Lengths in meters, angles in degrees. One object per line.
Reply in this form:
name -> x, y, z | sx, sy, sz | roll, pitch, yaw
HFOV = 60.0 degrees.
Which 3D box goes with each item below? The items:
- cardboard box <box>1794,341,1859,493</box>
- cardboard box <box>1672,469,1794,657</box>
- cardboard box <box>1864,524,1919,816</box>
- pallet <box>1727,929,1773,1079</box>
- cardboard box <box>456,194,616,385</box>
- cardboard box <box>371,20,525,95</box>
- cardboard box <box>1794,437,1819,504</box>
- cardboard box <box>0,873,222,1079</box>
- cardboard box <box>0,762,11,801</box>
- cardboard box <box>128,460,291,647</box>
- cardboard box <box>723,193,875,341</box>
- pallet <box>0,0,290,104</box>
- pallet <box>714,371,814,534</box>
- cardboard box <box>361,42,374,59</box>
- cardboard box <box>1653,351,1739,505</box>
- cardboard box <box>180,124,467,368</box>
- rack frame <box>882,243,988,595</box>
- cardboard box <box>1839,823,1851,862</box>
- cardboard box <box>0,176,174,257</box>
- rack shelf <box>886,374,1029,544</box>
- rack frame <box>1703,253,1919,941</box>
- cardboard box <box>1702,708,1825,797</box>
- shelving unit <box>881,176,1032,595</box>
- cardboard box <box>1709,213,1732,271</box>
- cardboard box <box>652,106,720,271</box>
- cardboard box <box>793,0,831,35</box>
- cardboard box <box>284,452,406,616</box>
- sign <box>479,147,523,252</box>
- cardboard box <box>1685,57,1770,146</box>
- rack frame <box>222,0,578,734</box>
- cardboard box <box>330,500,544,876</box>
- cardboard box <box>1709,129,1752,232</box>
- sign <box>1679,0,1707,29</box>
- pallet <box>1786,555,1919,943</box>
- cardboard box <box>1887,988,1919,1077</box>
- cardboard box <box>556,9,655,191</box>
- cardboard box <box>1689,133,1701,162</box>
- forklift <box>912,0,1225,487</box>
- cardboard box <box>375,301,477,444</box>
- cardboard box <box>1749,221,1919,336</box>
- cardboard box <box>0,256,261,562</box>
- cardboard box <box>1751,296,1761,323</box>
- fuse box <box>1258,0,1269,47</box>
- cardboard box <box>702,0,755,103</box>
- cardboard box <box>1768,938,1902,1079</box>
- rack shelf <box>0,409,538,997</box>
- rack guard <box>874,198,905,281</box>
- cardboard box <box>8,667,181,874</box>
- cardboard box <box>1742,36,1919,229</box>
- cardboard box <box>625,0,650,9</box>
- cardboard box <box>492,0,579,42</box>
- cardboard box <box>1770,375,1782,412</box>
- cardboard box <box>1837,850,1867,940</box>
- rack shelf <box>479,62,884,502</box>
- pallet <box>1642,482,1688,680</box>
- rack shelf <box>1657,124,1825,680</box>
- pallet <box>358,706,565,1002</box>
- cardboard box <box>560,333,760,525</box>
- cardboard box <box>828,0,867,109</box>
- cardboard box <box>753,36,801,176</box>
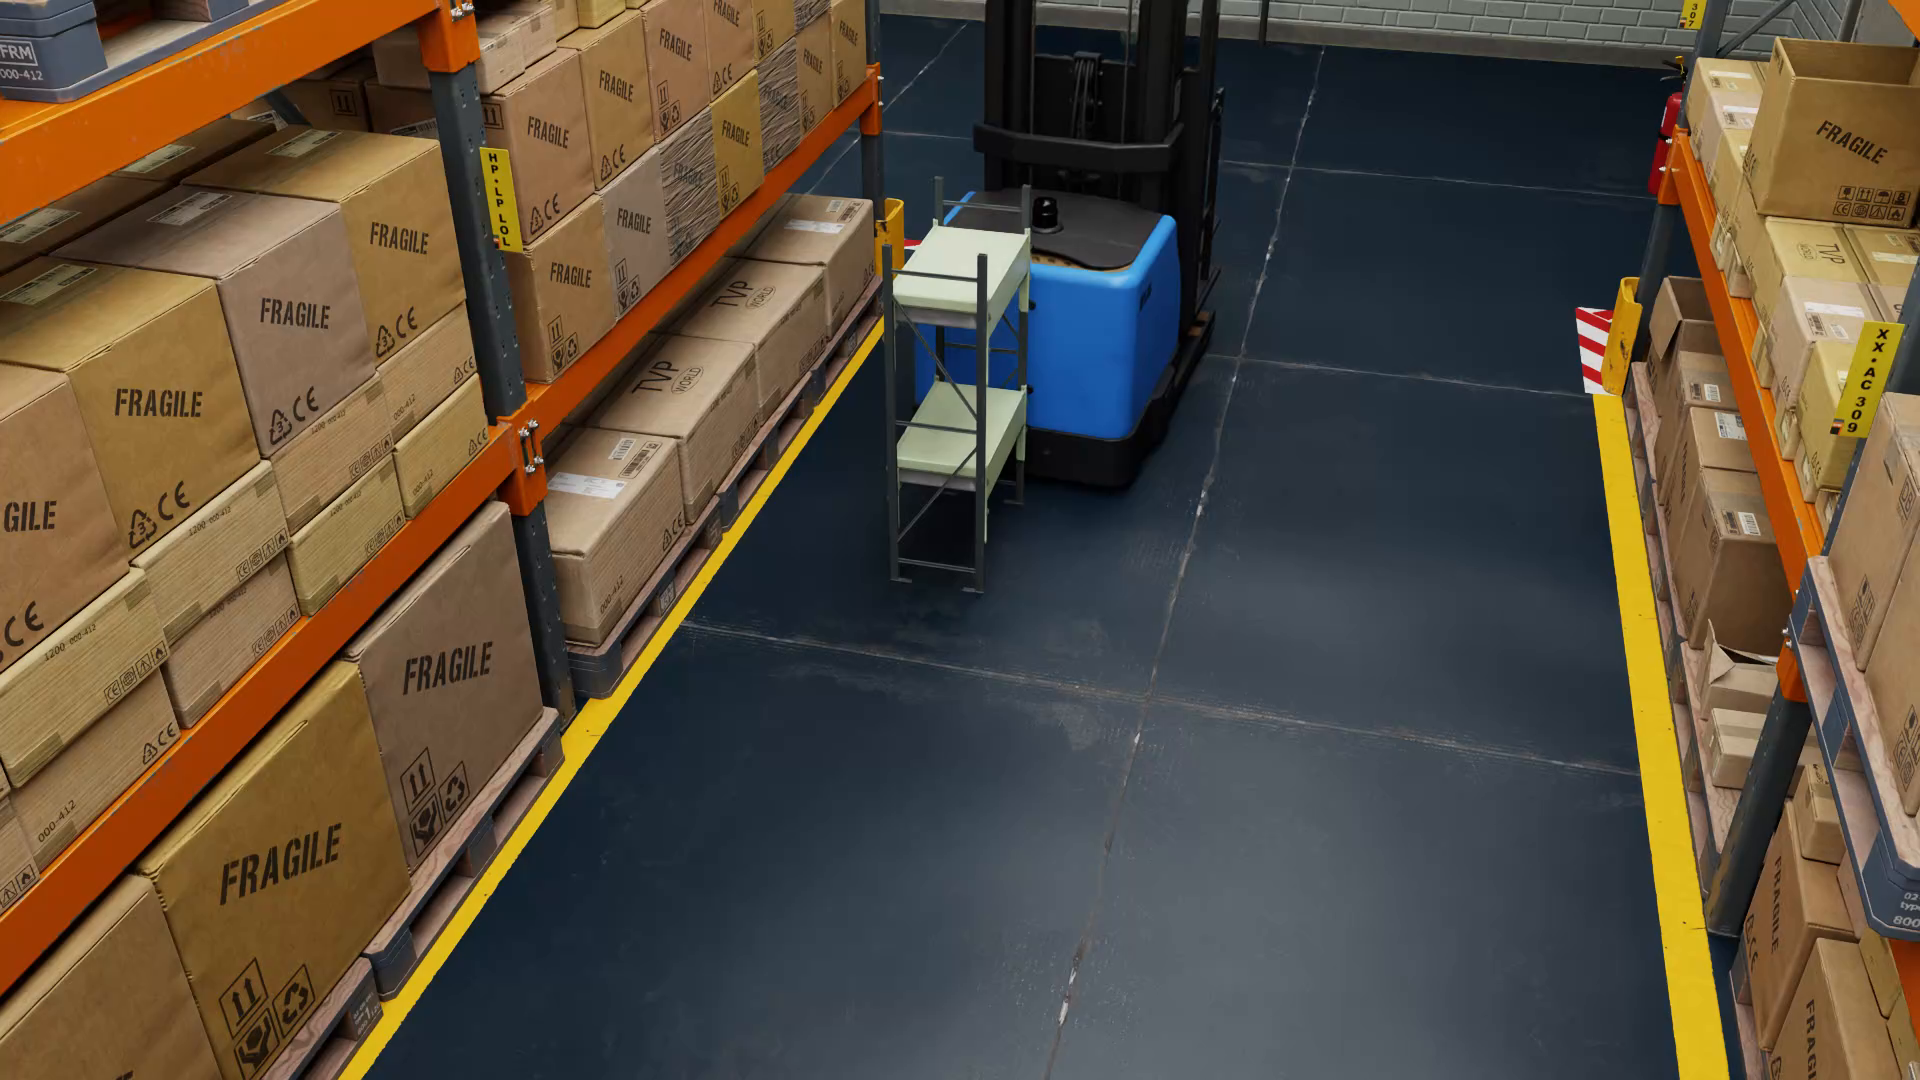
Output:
cardboard box -> 2.764, -0.337, 4.846 | 0.500, 0.250, 0.500 | 9, 33, 14
cardboard box -> 3.121, 0.107, 6.225 | 0.700, 0.500, 0.500 | 7, 33, 11
cardboard box -> 2.401, 0.293, 3.509 | 0.700, 0.500, 0.500 | 8, 33, 13
pallet -> 2.701, 1.627, 4.494 | 1.003, 0.211, 1.213 | 8, 33, 12
cardboard box -> -1.559, -0.901, 5.778 | 0.500, 0.500, 0.500 | 9, 34, 14
cardboard box -> -1.600, -1.517, 5.211 | 0.380, 0.149, 0.250 | 8, 33, 12
cardboard box -> 2.753, -0.209, 5.017 | 0.380, 0.149, 0.250 | 9, 34, 14
cardboard box -> -2.460, 1.335, 3.943 | 0.875, 0.875, 0.875 | 8, 33, 13
cardboard box -> -2.308, 0.523, 3.305 | 0.500, 0.250, 0.500 | 8, 33, 12
cardboard box -> -2.053, -0.007, 4.138 | 0.500, 0.250, 0.500 | 9, 33, 14
cardboard box -> -0.987, -1.466, 8.757 | 0.875, 0.438, 0.875 | 7, 33, 11
pallet -> -2.116, -1.353, 3.965 | 0.805, 0.209, 1.217 | 7, 33, 10
pallet -> -1.355, -0.493, 7.829 | 1.003, 0.211, 1.213 | 8, 33, 12
cardboard box -> -1.989, -1.714, 5.520 | 0.380, 0.149, 0.250 | 9, 33, 14
cardboard box -> 3.385, -0.432, 7.072 | 0.700, 0.500, 0.500 | 9, 34, 14
cardboard box -> -1.801, -0.849, 4.764 | 0.500, 0.500, 0.500 | 9, 34, 14
rack frame -> -0.095, -0.440, 6.543 | 0.400, 1.500, 0.023 | 8, 33, 12
cardboard box -> 2.503, 0.793, 4.264 | 0.380, 0.149, 0.250 | 6, 33, 10
cardboard box -> -2.423, -0.658, 4.464 | 0.500, 0.500, 0.500 | 8, 33, 12
rack shelf -> -0.002, -0.354, 7.017 | 0.431, 0.370, 0.720 | 8, 33, 12
rack frame -> 2.871, 0.023, 4.418 | 1.000, 3.000, 0.127 | 8, 33, 12
cardboard box -> 2.728, 0.720, 5.588 | 0.380, 0.149, 0.250 | 7, 33, 11
shelving unit -> -0.002, -0.629, 6.842 | 0.431, 1.500, 0.755 | 8, 33, 12
cardboard box -> 3.162, -1.152, 6.500 | 0.380, 0.149, 0.250 | 7, 33, 11
cardboard box -> -1.295, -1.419, 6.592 | 0.500, 0.500, 0.500 | 8, 33, 13
cardboard box -> -0.912, -2.633, 7.570 | 0.500, 0.500, 0.500 | 8, 33, 13
cardboard box -> -1.931, -0.056, 4.682 | 0.500, 0.250, 0.500 | 8, 33, 12
sign -> -1.404, -1.037, 5.080 | 0.100, 0.325, 0.005 | 8, 33, 12
cardboard box -> 3.511, -1.916, 7.331 | 0.500, 0.250, 0.500 | 8, 33, 13
rack frame -> -1.931, -0.651, 5.478 | 1.000, 3.000, 0.127 | 8, 33, 12
cardboard box -> -2.011, 0.401, 5.412 | 0.875, 0.875, 0.875 | 9, 34, 14
cardboard box -> 3.257, -1.391, 6.505 | 0.500, 0.250, 0.500 | 7, 33, 11
sign -> 3.361, -2.492, 7.567 | 0.100, 0.325, 0.005 | 8, 33, 12
pallet -> 2.563, 0.504, 3.840 | 1.003, 0.211, 1.213 | 8, 33, 12
cardboard box -> 2.417, 1.210, 3.885 | 0.380, 0.149, 0.250 | 7, 33, 12
cardboard box -> -1.442, -1.590, 5.930 | 0.500, 0.500, 0.500 | 8, 33, 12
cardboard box -> 3.537, -1.813, 7.541 | 0.380, 0.149, 0.250 | 8, 33, 12
forklift -> 0.733, -2.259, 8.071 | 1.130, 2.935, 3.031 | 10, 34, 16
cardboard box -> -1.808, -0.537, 4.972 | 0.500, 0.250, 0.500 | 8, 33, 12
cardboard box -> 3.017, -0.856, 5.662 | 0.500, 0.250, 0.500 | 8, 33, 12
cardboard box -> -2.073, -0.319, 3.931 | 0.500, 0.500, 0.500 | 9, 34, 14
cardboard box -> 3.117, -0.869, 6.055 | 0.380, 0.149, 0.250 | 8, 33, 12
fuse box -> 2.487, -4.750, 13.127 | 0.539, 1.711, 0.414 | 8, 33, 12
cardboard box -> -1.170, -2.116, 6.757 | 0.500, 0.500, 0.500 | 8, 33, 12
cardboard box -> 2.405, 1.399, 4.192 | 0.500, 0.500, 0.500 | 8, 33, 12
rack shelf -> -2.439, 0.691, 4.038 | 1.077, 0.370, 4.000 | 8, 33, 12
rack guard -> -0.910, -1.684, 9.433 | 1.175, 0.500, 0.348 | 8, 33, 12
cardboard box -> -2.205, 0.472, 3.852 | 0.500, 0.250, 0.500 | 8, 33, 12
cardboard box -> 3.130, -1.454, 5.905 | 0.500, 0.500, 0.500 | 9, 34, 14
cardboard box -> -1.308, -2.045, 6.041 | 0.380, 0.149, 0.250 | 7, 33, 11
cardboard box -> -1.526, -1.791, 5.641 | 0.380, 0.149, 0.250 | 8, 33, 12
cardboard box -> 2.888, -0.479, 5.442 | 0.380, 0.149, 0.250 | 9, 34, 14
cardboard box -> 2.527, 0.931, 4.323 | 0.380, 0.149, 0.250 | 7, 33, 11
rack shelf -> -1.423, -1.385, 7.303 | 1.077, 0.370, 4.000 | 8, 33, 12
pallet -> 3.354, 0.209, 6.725 | 1.003, 0.211, 1.213 | 8, 33, 12
rack shelf -> 3.379, -0.711, 6.243 | 1.077, 0.370, 4.000 | 8, 33, 12
pallet -> -2.054, 0.937, 5.580 | 1.003, 0.211, 1.213 | 8, 33, 12
cardboard box -> -1.441, -0.523, 7.273 | 0.875, 0.438, 0.875 | 7, 33, 11
cardboard box -> -0.782, -2.482, 8.266 | 0.500, 0.500, 0.500 | 8, 33, 13
cardboard box -> -1.045, -1.956, 7.437 | 0.500, 0.500, 0.500 | 9, 34, 14
